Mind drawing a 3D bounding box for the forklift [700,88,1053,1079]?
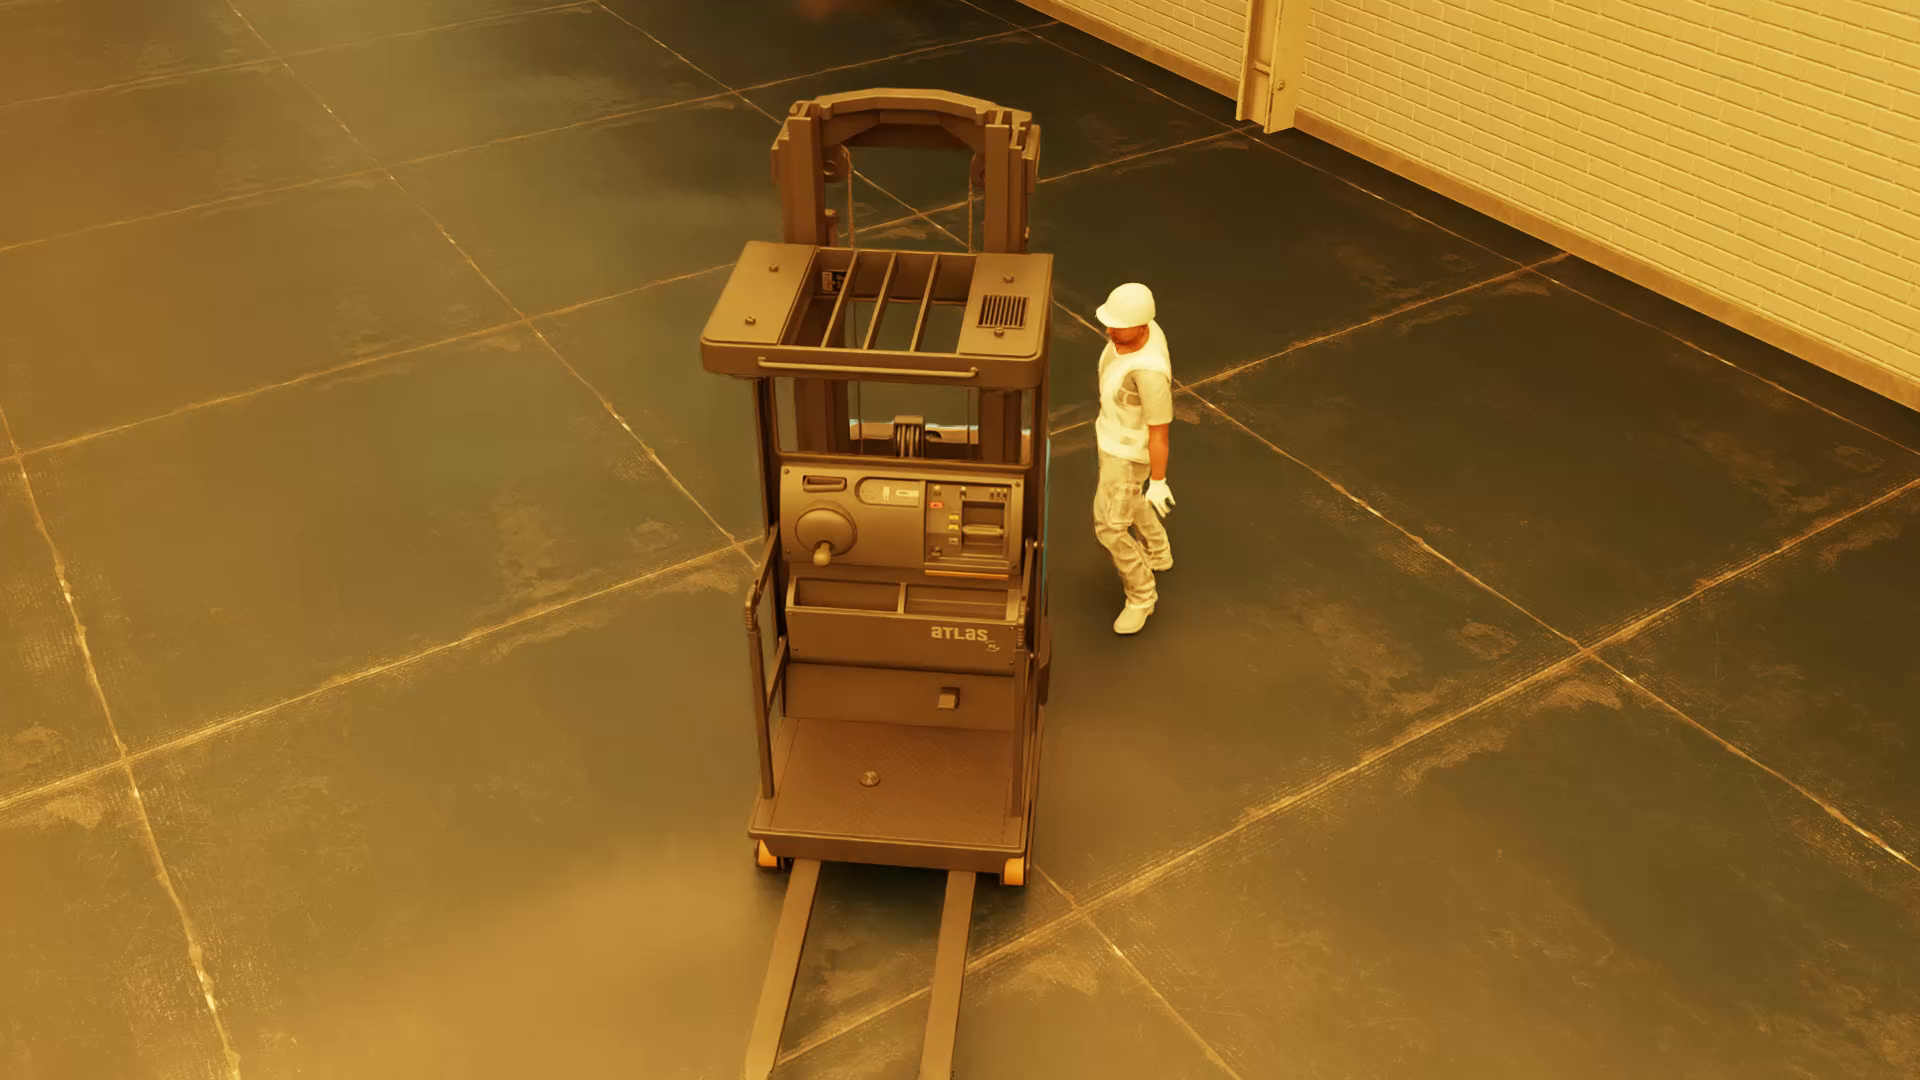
[{"bbox_3d":[-0.244,-0.013,6.166,1.130,2.935,3.031,3,35,5],"label":"forklift"}]

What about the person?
[{"bbox_3d":[0.846,-0.474,7.920,0.484,1.754,0.907,0,35,0],"label":"person"}]
